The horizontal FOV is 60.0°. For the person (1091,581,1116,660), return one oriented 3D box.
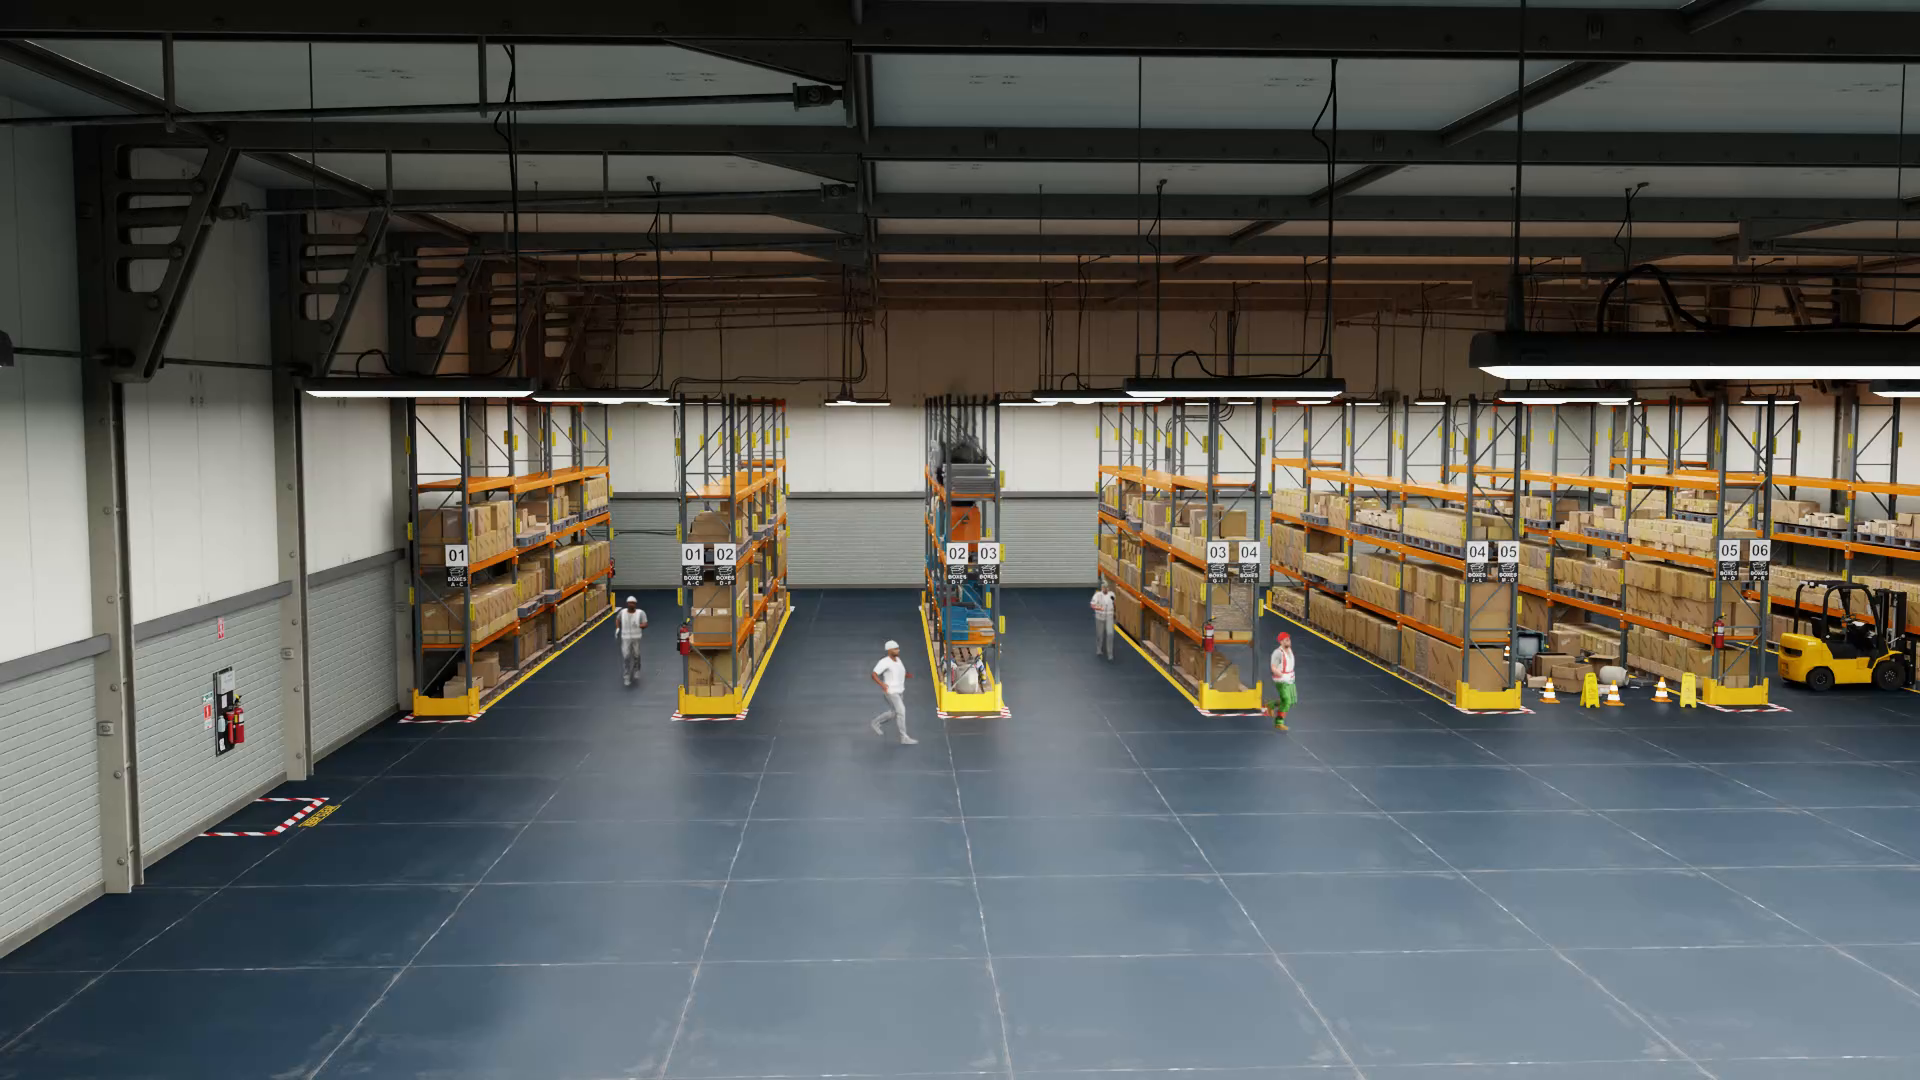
[{"bbox_3d":[3.309,1.819,38.235,0.608,1.809,0.909,0,5,-2],"label":"person"}]

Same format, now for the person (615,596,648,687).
[{"bbox_3d":[-6.851,2.080,34.665,0.670,1.831,0.849,-1,5,-8],"label":"person"}]

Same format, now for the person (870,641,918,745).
[{"bbox_3d":[-1.143,2.590,28.389,0.966,1.747,0.710,2,5,24],"label":"person"}]

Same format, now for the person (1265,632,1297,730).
[{"bbox_3d":[5.752,2.511,29.730,0.668,1.751,0.681,4,6,42],"label":"person"}]
